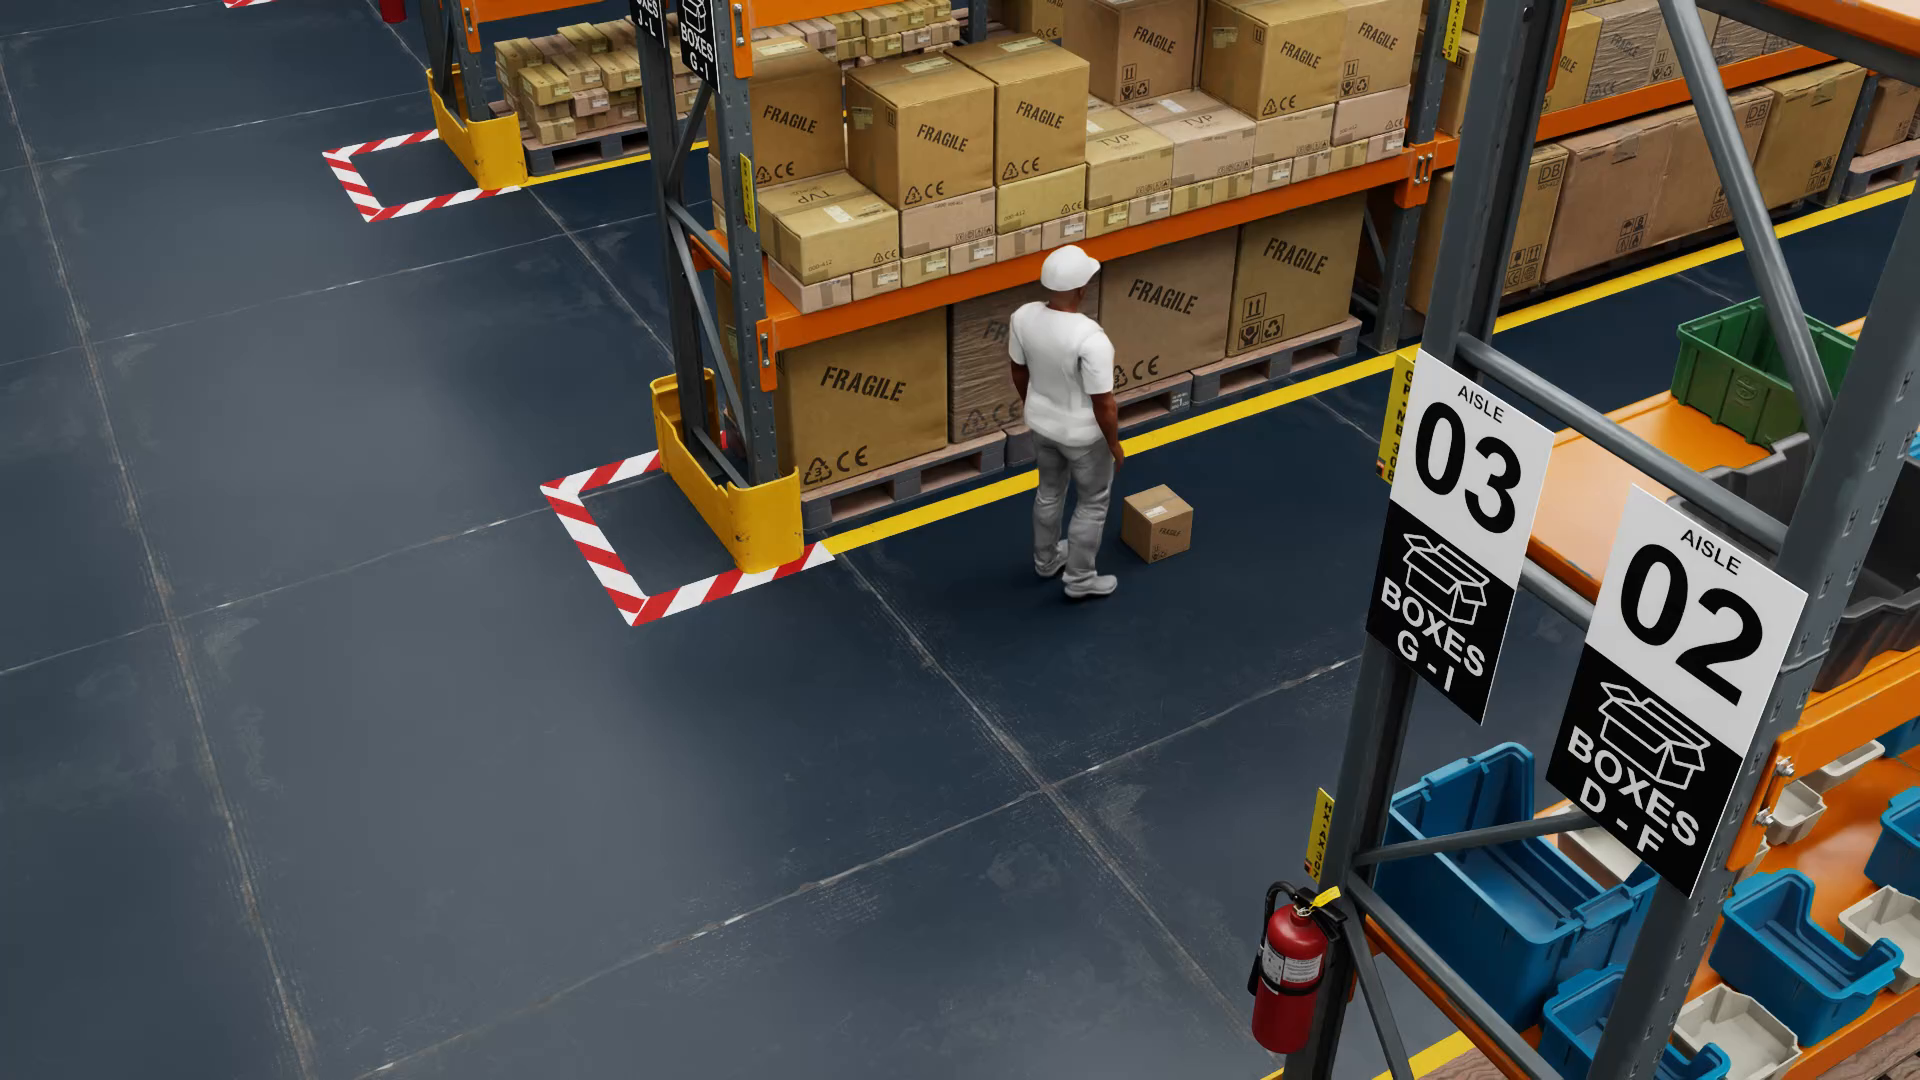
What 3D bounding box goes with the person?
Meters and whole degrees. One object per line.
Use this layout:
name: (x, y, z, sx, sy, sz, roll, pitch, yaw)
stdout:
person: (0.508, -0.529, 7.604, 0.616, 1.797, 0.420, 29, 45, 33)
